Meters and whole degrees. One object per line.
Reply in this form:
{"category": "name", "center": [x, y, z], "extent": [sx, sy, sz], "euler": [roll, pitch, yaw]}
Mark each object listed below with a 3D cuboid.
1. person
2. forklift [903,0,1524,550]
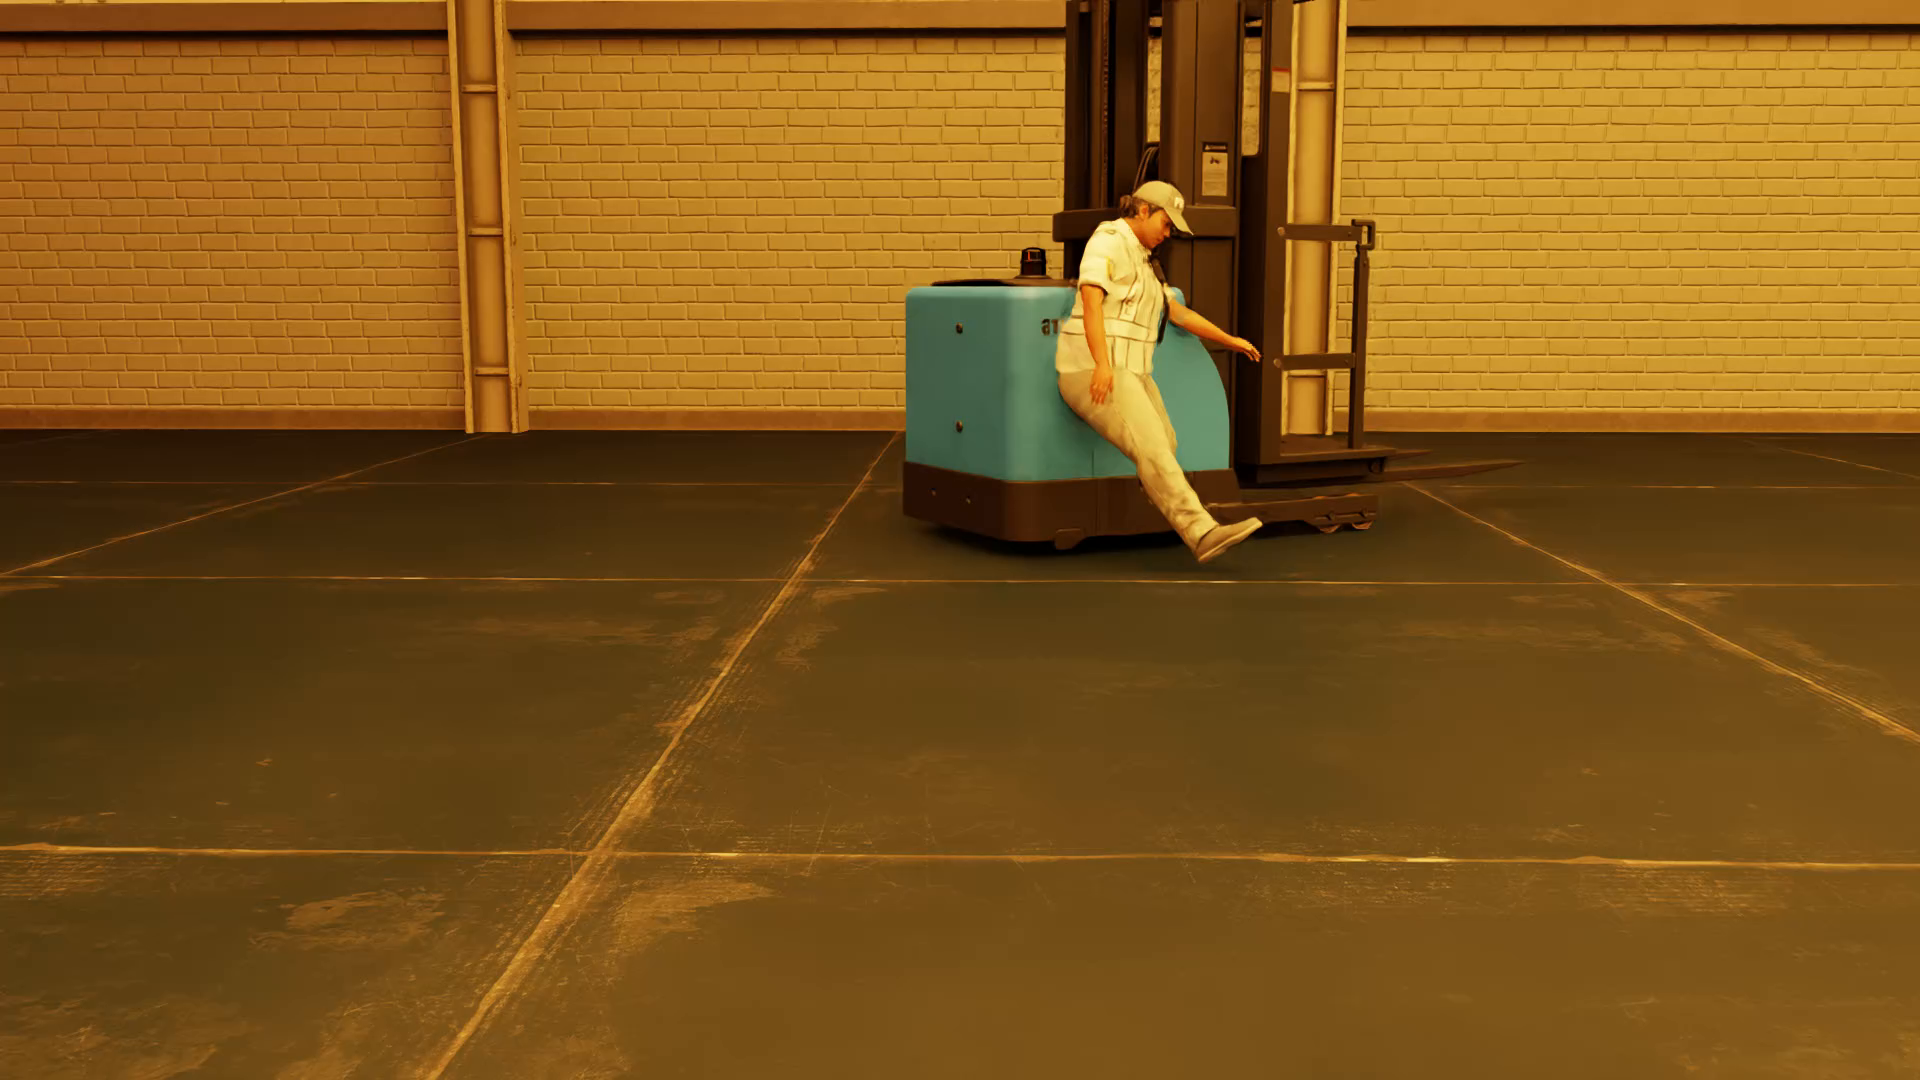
{"category": "person", "center": [0.849, -0.673, 6.617], "extent": [0.966, 1.491, 0.909], "euler": [4, 10, 27]}
{"category": "forklift", "center": [1.285, -1.543, 7.525], "extent": [3.031, 2.935, 1.130], "euler": [-5, 10, -29]}
